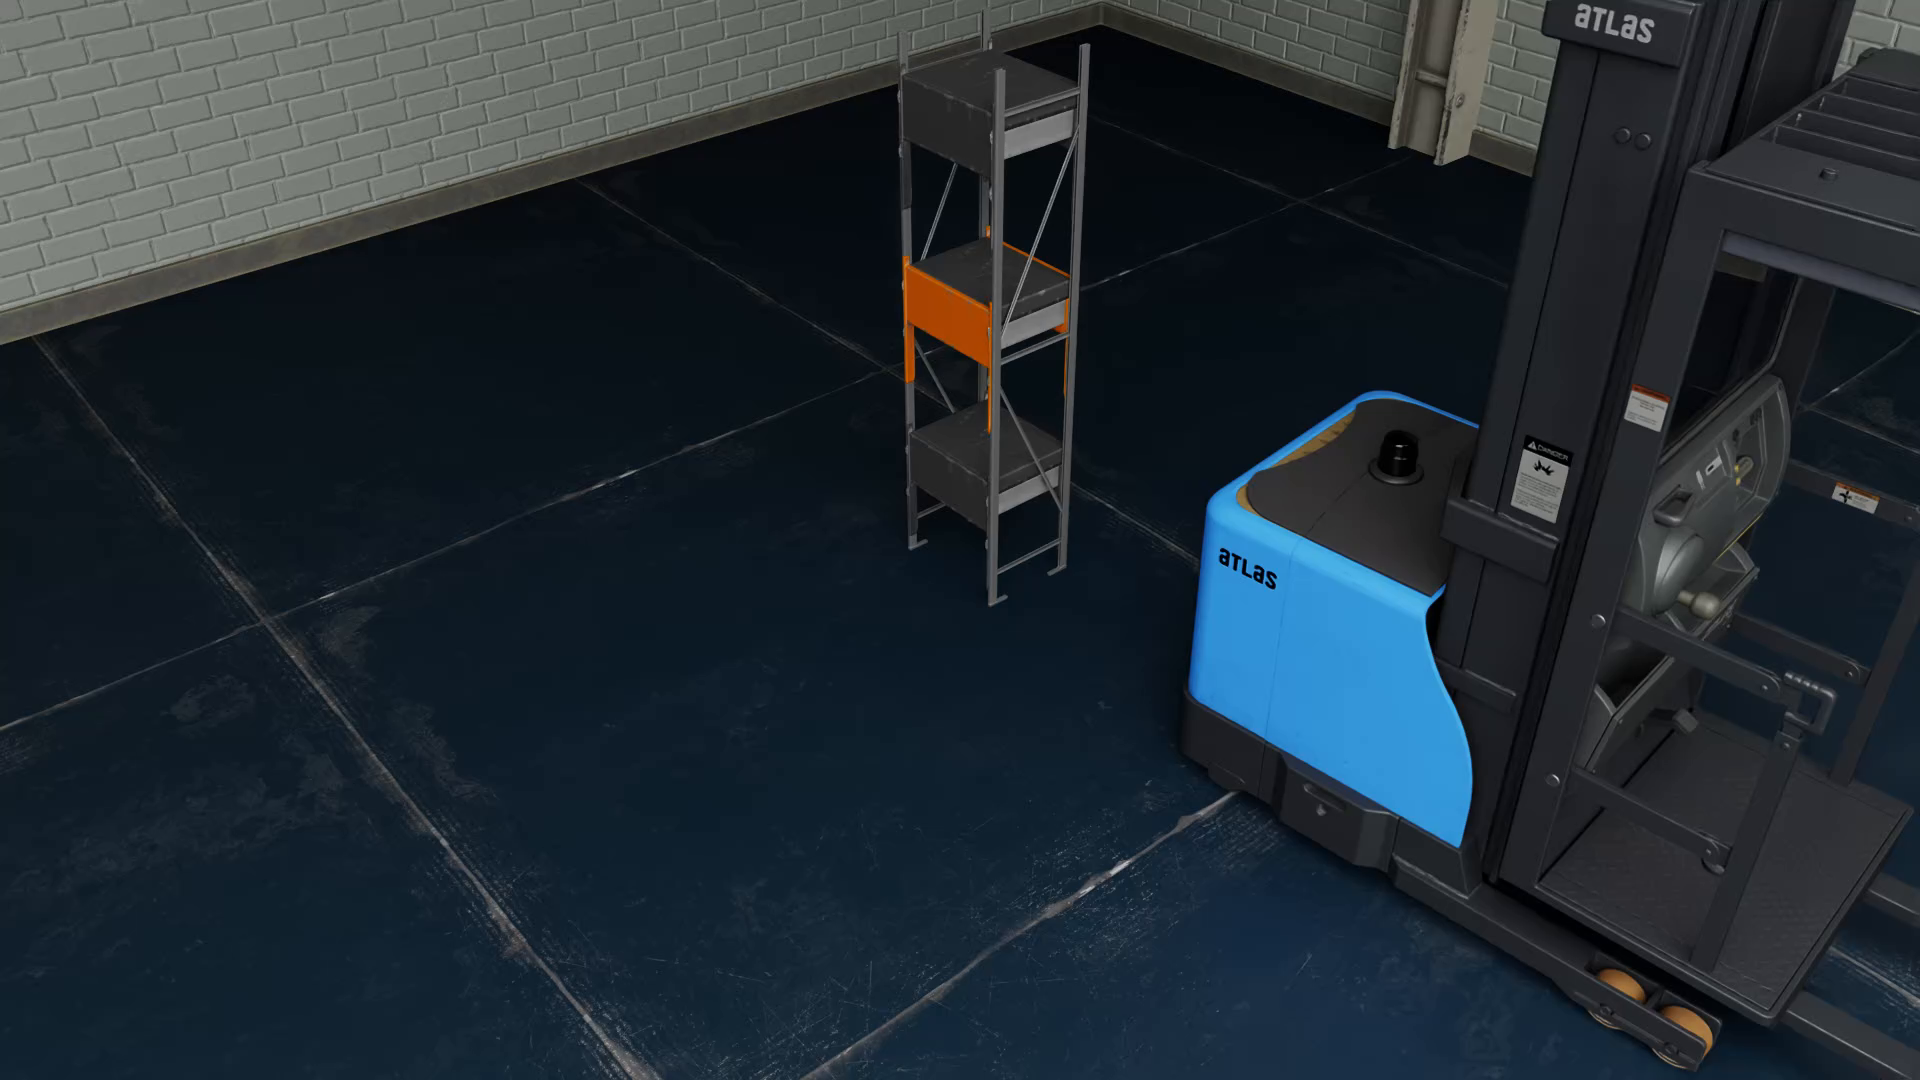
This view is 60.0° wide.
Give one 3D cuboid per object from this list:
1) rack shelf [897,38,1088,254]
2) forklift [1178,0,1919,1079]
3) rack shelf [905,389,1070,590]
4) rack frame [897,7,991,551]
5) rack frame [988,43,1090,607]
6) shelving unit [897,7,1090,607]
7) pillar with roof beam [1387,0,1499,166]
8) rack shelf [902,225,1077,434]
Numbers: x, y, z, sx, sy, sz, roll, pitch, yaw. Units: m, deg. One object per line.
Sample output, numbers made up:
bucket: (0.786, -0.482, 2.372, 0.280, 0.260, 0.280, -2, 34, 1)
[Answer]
rack shelf: (0.107, -1.344, 5.643, 0.431, 0.518, 0.480, -26, 43, -32)
forklift: (2.155, -0.063, 4.302, 3.031, 2.935, 1.130, 29, 44, 34)
rack shelf: (0.107, -0.201, 6.452, 0.431, 0.518, 0.480, -26, 43, -32)
rack frame: (-0.051, -0.892, 6.192, 0.400, 2.100, 0.015, -26, 43, -32)
rack frame: (0.264, -0.676, 5.888, 0.400, 2.100, 0.015, -26, 43, -32)
shelving unit: (0.107, -0.784, 6.040, 0.431, 2.100, 0.503, -26, 43, -32)
pillar with roof beam: (-0.442, -4.436, 5.227, 9.100, 9.000, 0.400, -26, 43, -32)
rack shelf: (0.107, -0.773, 6.048, 0.431, 0.518, 0.480, -26, 43, -32)
